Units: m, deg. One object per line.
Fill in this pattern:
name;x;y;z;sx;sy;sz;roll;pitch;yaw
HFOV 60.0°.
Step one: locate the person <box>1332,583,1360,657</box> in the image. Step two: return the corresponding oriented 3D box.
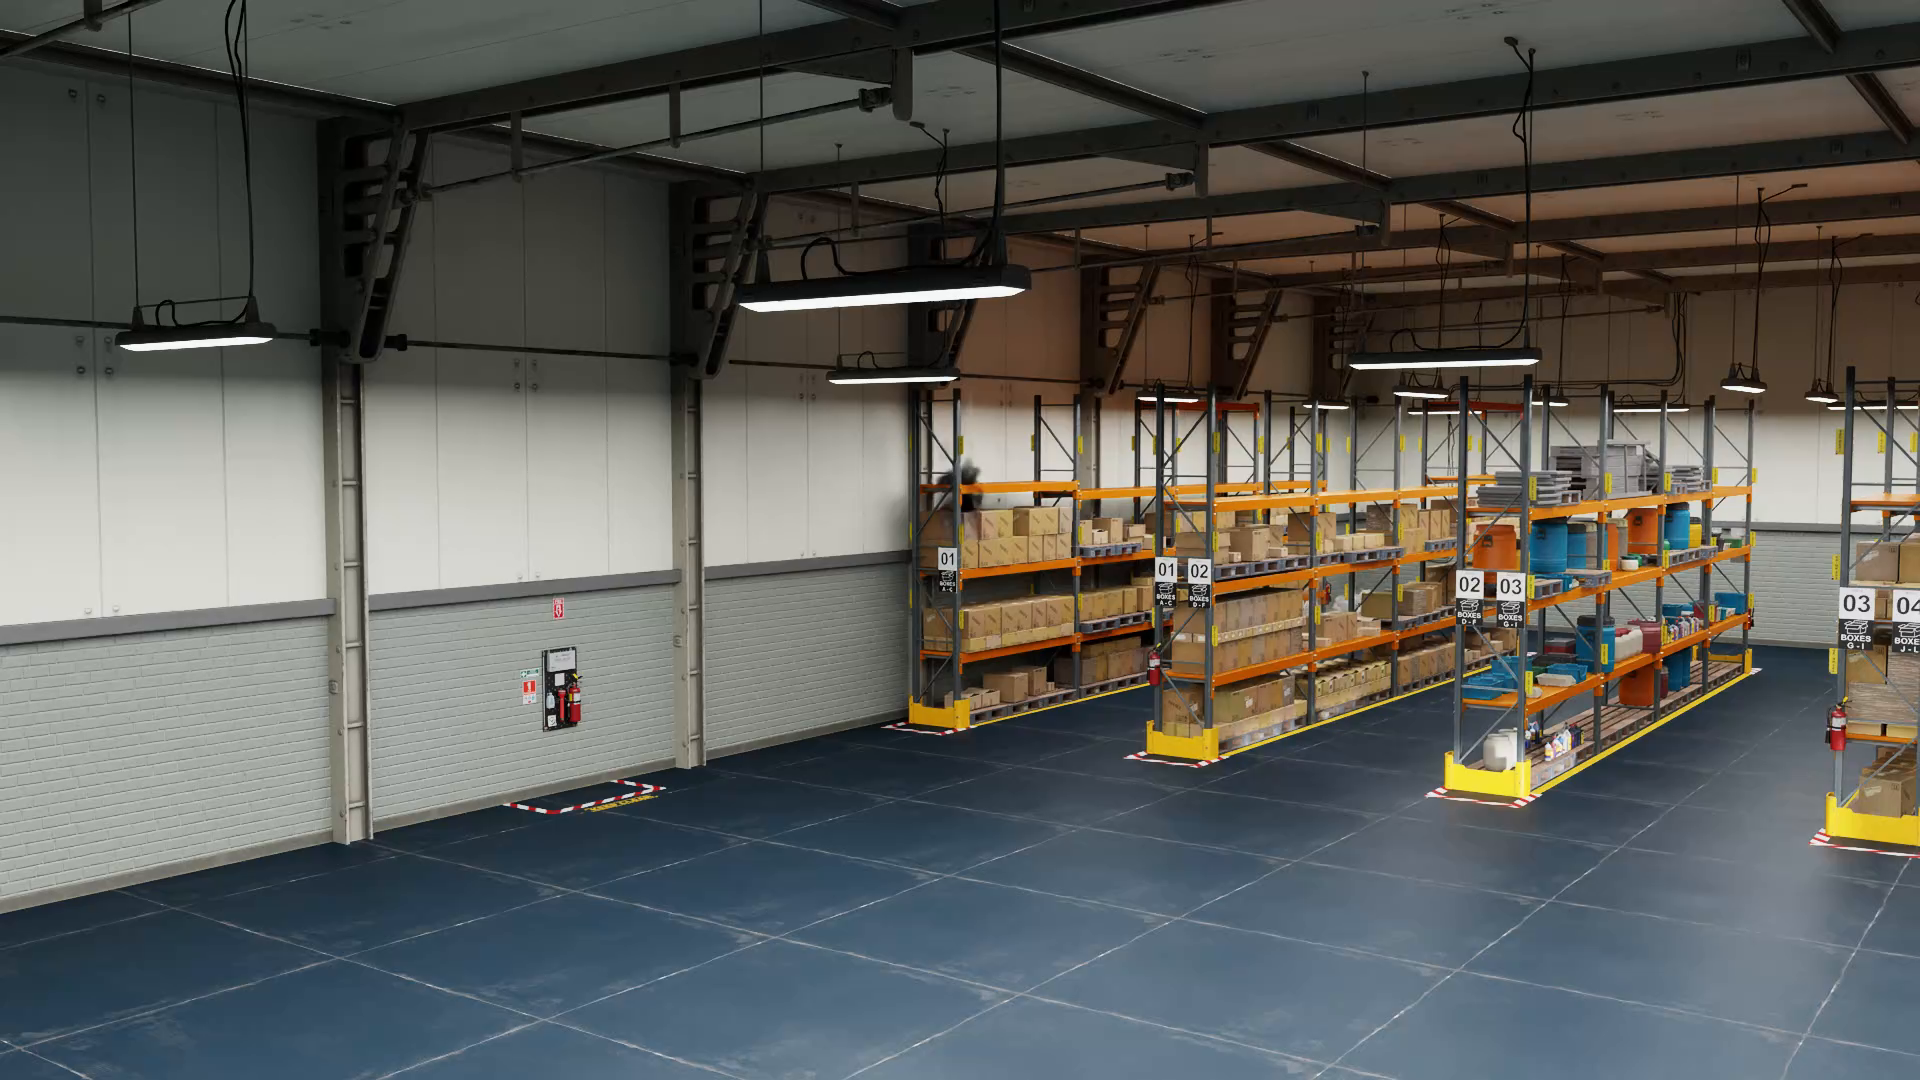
person;9.188;1.902;39.638;0.598;1.753;0.775;1;4;25
